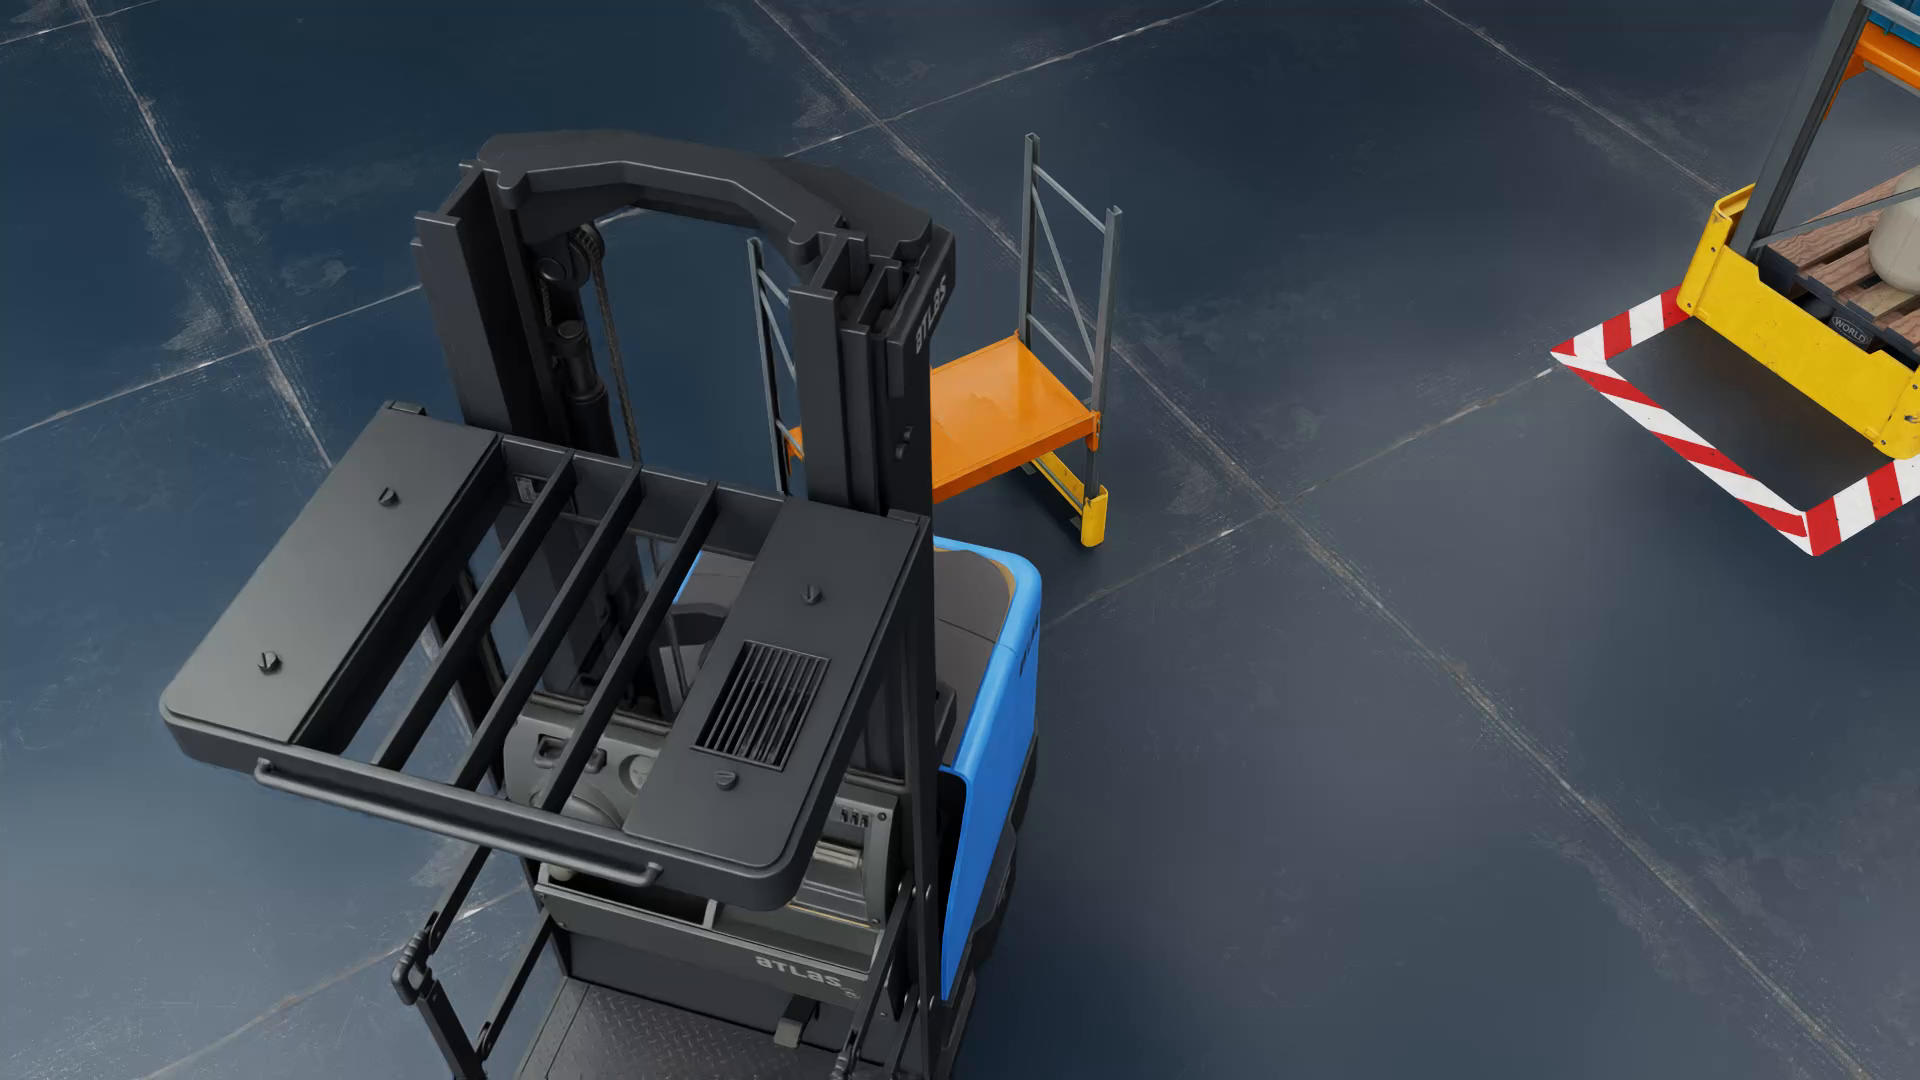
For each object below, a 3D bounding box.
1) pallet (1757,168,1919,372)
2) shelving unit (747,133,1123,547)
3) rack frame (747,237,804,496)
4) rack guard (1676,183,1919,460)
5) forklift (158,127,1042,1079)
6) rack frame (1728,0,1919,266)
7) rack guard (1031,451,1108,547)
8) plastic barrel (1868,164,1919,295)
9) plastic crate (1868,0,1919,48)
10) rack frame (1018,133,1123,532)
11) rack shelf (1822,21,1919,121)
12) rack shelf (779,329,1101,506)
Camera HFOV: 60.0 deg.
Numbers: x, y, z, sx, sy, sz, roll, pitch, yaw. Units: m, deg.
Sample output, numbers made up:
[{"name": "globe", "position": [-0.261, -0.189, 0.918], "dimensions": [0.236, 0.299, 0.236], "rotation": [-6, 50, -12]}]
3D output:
[{"name": "pallet", "position": [4.205, -1.125, 7.110], "dimensions": [1.213, 0.211, 1.003], "rotation": [-25, 53, -21]}, {"name": "shelving unit", "position": [-0.064, -0.468, 5.663], "dimensions": [1.083, 1.500, 0.587], "rotation": [-25, 53, -21]}, {"name": "rack frame", "position": [-0.502, -0.262, 5.479], "dimensions": [0.032, 1.500, 0.500], "rotation": [-25, 53, -21]}, {"name": "rack guard", "position": [3.516, -0.900, 6.717], "dimensions": [0.348, 0.500, 1.175], "rotation": [-25, 53, -21]}, {"name": "forklift", "position": [-0.657, 0.747, 3.622], "dimensions": [1.130, 2.935, 3.031], "rotation": [12, 49, 11]}, {"name": "rack frame", "position": [3.476, -1.672, 5.730], "dimensions": [0.127, 3.000, 1.000], "rotation": [-25, 53, -21]}, {"name": "rack guard", "position": [0.357, -0.251, 6.306], "dimensions": [0.087, 0.250, 0.587], "rotation": [-25, 53, -21]}, {"name": "plastic barrel", "position": [3.992, -1.294, 6.779], "dimensions": [0.421, 0.512, 0.421], "rotation": [0, 48, 0]}, {"name": "plastic crate", "position": [3.740, -2.011, 6.132], "dimensions": [0.616, 0.251, 0.499], "rotation": [-25, 53, -21]}, {"name": "rack frame", "position": [0.358, -0.667, 5.840], "dimensions": [0.032, 1.500, 0.500], "rotation": [-25, 53, -21]}, {"name": "rack shelf", "position": [5.168, -2.229, 6.708], "dimensions": [4.000, 0.370, 1.077], "rotation": [-25, 53, -21]}, {"name": "rack shelf", "position": [-0.072, -0.345, 5.794], "dimensions": [1.000, 0.185, 0.538], "rotation": [-25, 53, -21]}]
